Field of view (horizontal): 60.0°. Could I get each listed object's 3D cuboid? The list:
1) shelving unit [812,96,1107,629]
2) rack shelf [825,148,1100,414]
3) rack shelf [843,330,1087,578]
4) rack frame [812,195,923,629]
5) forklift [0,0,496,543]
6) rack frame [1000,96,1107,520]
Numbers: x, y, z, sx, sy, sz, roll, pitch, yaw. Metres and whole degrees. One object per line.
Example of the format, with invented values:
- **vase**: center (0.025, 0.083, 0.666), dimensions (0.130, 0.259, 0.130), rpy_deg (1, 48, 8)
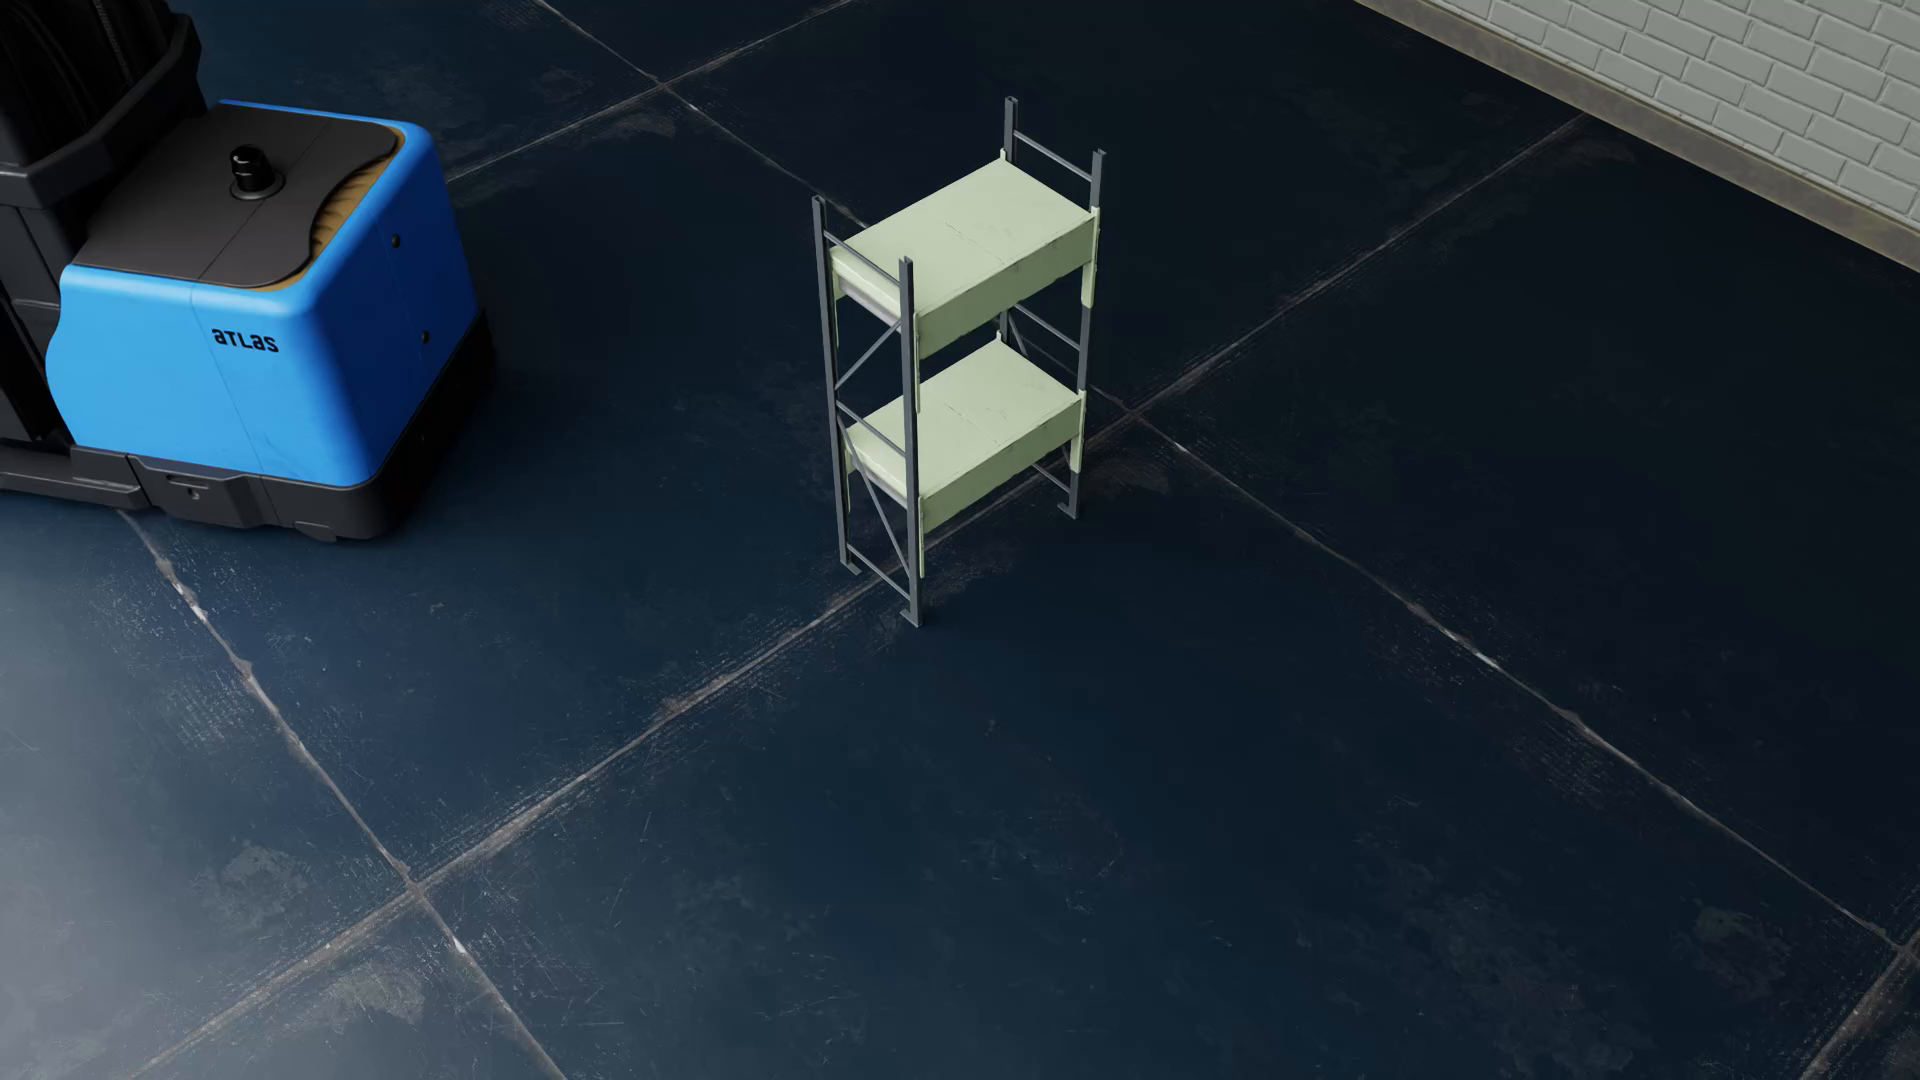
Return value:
- **shelving unit**: center (0.005, -0.512, 5.202), dimensions (0.755, 1.500, 0.431), rpy_deg (-34, 56, -27)
- **rack shelf**: center (0.005, -0.777, 4.915), dimensions (0.720, 0.370, 0.431), rpy_deg (-34, 56, -27)
- **rack shelf**: center (0.005, -0.291, 5.441), dimensions (0.720, 0.370, 0.431), rpy_deg (-34, 56, -27)
- **rack frame**: center (-0.266, -0.331, 5.035), dimensions (0.023, 1.500, 0.400), rpy_deg (-34, 56, -27)
- **forklift**: center (-3.323, -1.541, 5.177), dimensions (3.031, 2.935, 1.130), rpy_deg (9, 48, 8)
- **rack frame**: center (0.276, -0.693, 5.369), dimensions (0.023, 1.500, 0.400), rpy_deg (-34, 56, -27)
